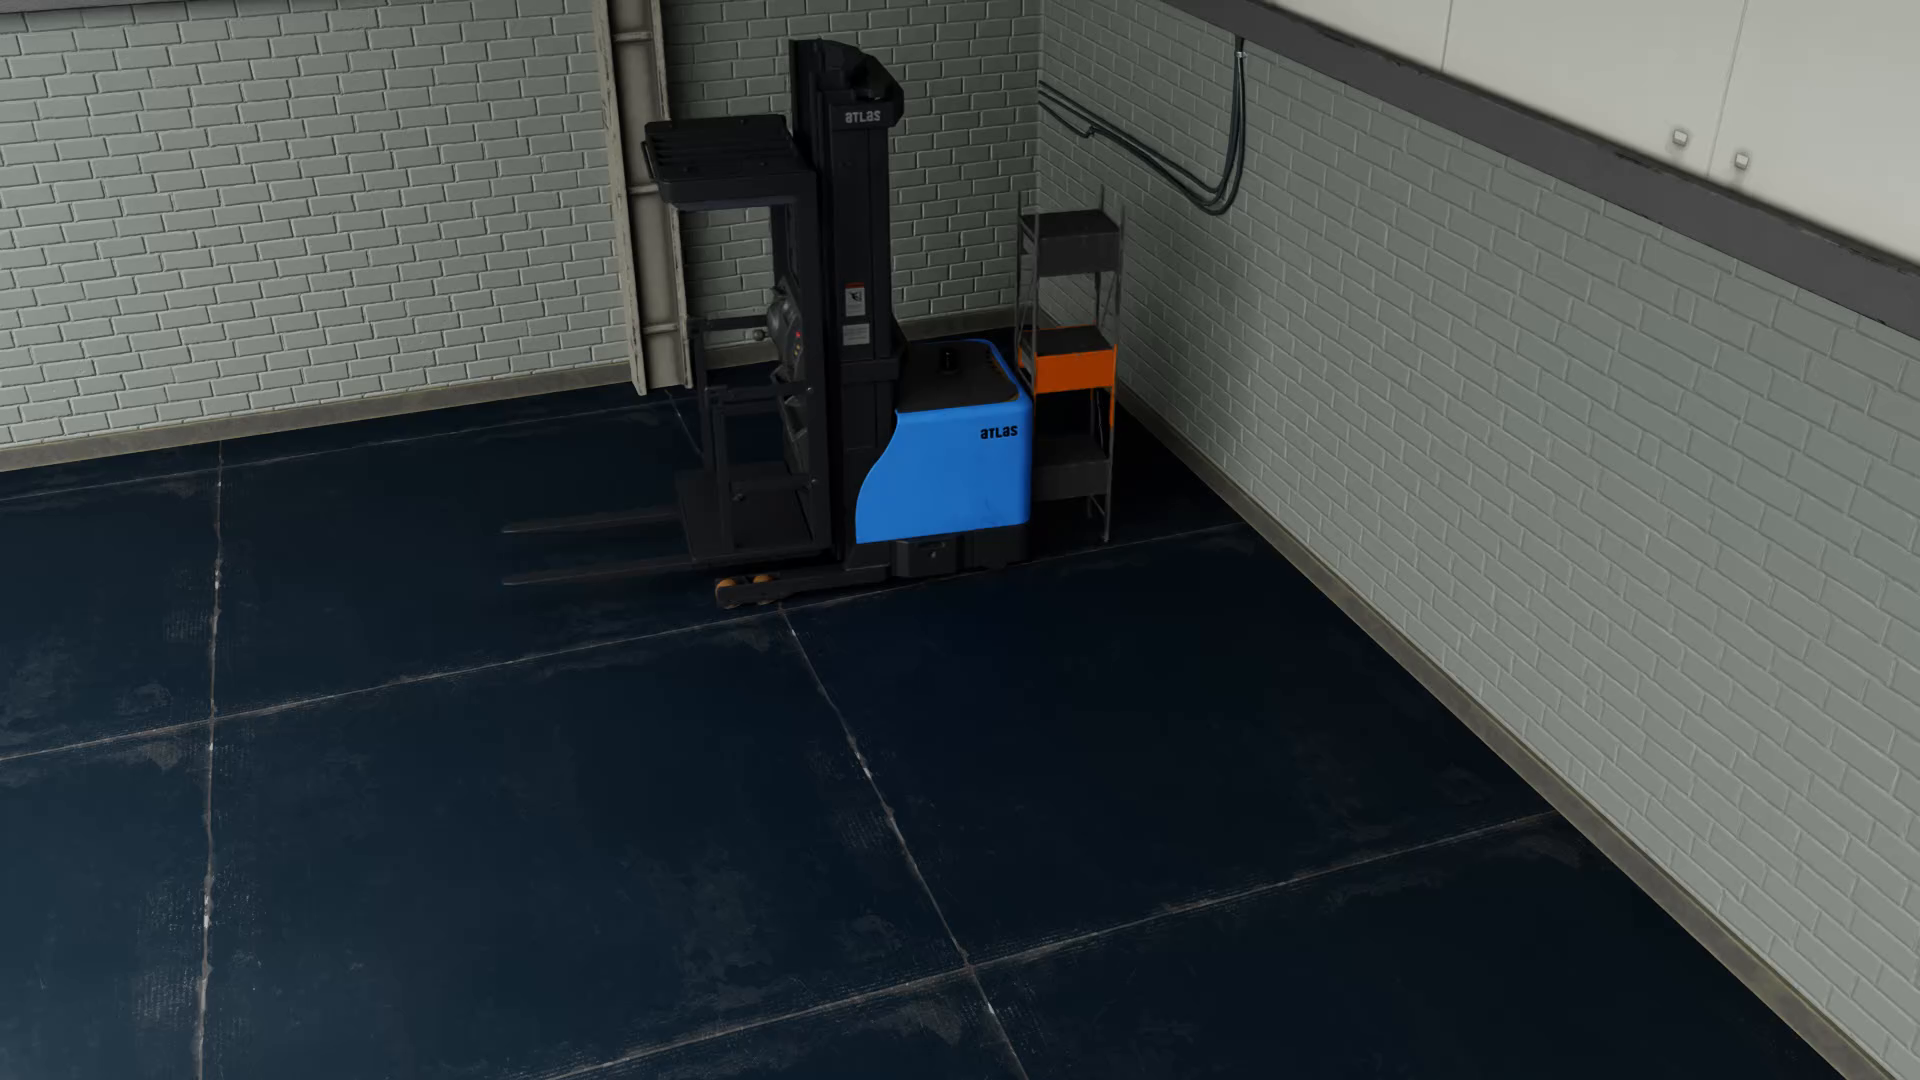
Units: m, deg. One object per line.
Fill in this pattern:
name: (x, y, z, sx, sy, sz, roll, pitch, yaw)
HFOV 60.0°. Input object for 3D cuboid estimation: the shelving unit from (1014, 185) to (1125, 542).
shelving unit: (0.609, -0.966, 9.675, 0.503, 2.100, 0.431, -7, 30, -12)

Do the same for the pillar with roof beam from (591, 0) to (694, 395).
pillar with roof beam: (-0.664, -3.053, 6.369, 0.400, 9.000, 9.100, -10, 31, -18)

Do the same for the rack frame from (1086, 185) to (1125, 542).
rack frame: (0.846, -0.995, 9.726, 0.015, 2.100, 0.400, -7, 30, -12)

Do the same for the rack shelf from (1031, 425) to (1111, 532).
rack shelf: (0.609, -0.346, 10.029, 0.480, 0.518, 0.431, -7, 30, -12)

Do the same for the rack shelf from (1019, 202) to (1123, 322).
rack shelf: (0.609, -1.563, 9.336, 0.480, 0.518, 0.431, -7, 30, -12)

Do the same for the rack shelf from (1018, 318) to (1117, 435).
rack shelf: (0.609, -0.954, 9.682, 0.480, 0.518, 0.431, -7, 30, -12)

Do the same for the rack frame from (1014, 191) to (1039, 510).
rack frame: (0.372, -0.938, 9.625, 0.015, 2.100, 0.400, -7, 30, -12)

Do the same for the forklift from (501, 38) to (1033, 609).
forklift: (-1.148, -1.173, 9.199, 3.031, 2.935, 1.130, -7, 30, -12)

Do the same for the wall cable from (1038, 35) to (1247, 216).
wall cable: (1.057, -3.596, 10.459, 0.112, 2.526, 3.097, -10, 31, -18)
